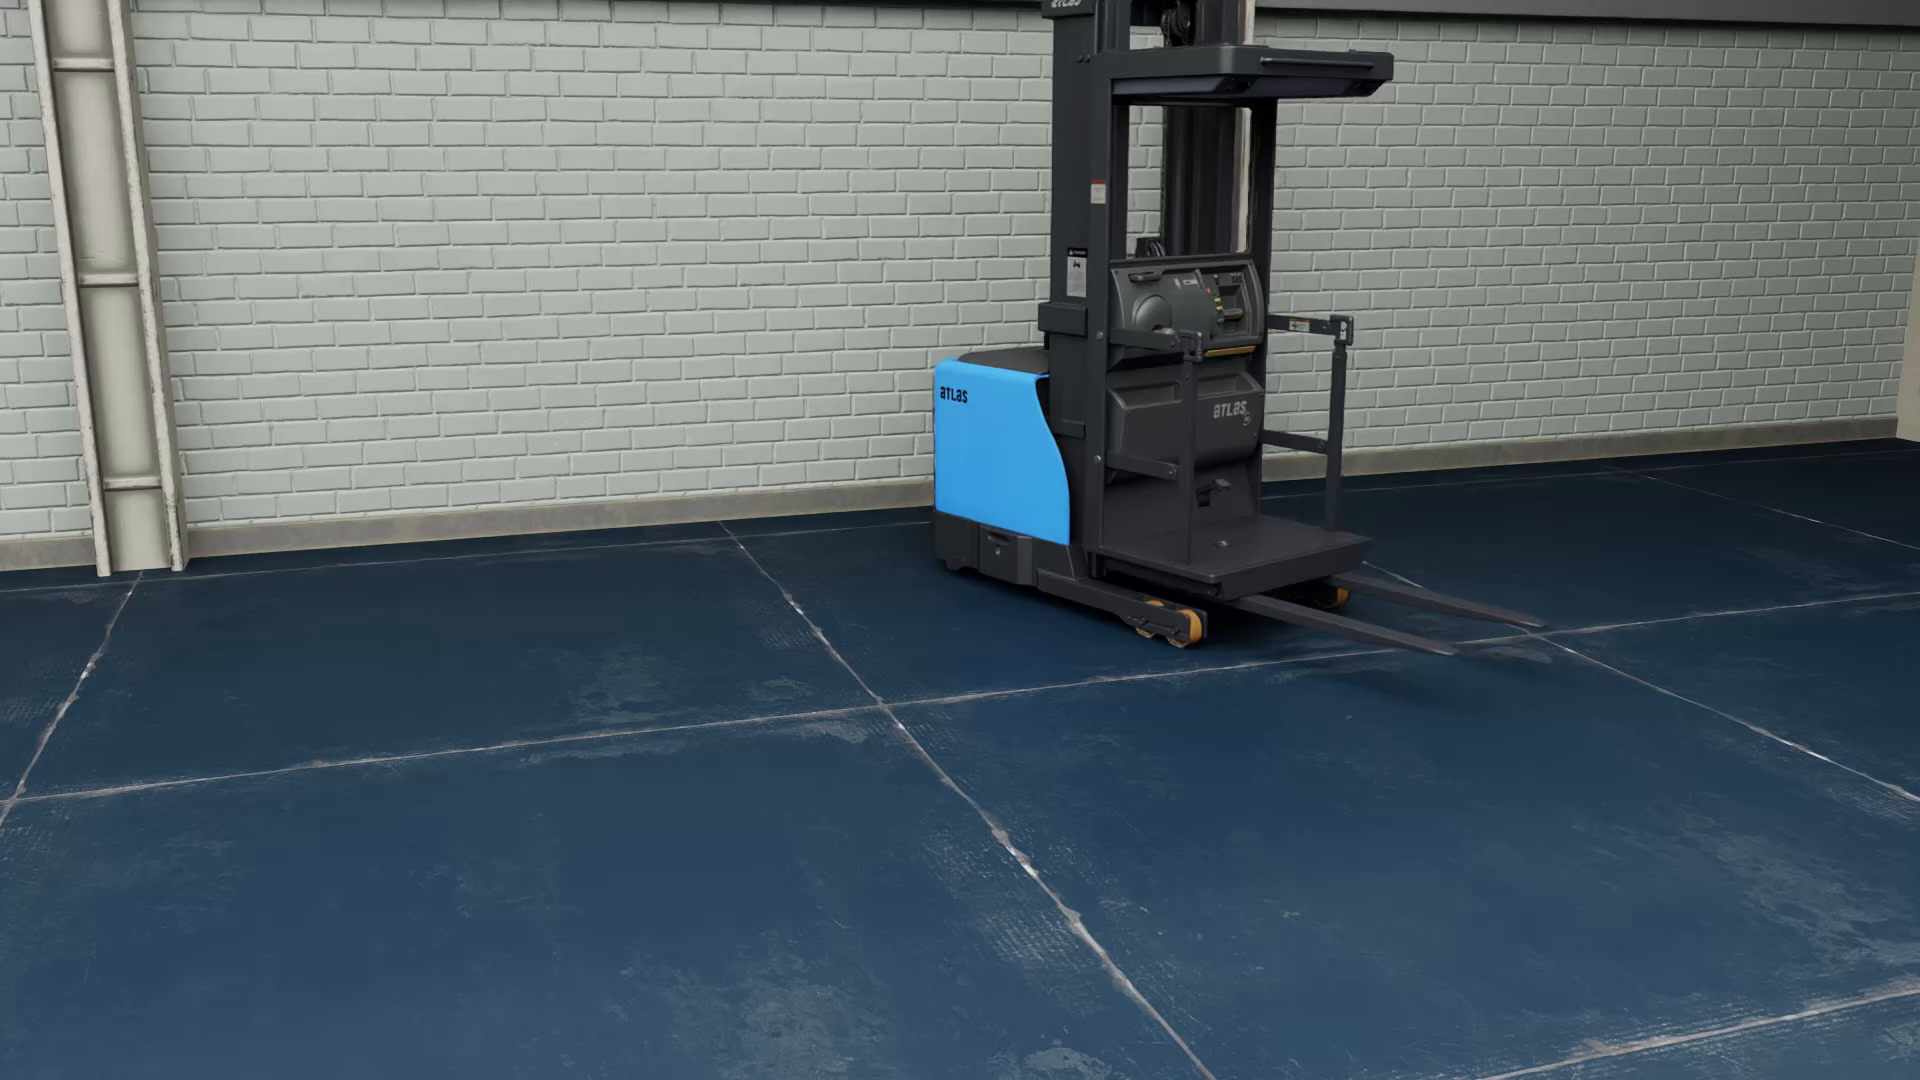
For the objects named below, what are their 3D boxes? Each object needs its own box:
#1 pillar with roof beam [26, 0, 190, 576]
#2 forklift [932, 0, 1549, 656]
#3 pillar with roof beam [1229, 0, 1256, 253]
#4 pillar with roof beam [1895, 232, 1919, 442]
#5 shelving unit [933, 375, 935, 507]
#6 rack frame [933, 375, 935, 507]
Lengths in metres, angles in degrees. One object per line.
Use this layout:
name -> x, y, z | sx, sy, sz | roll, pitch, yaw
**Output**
pillar with roof beam -> -2.828, -3.298, 3.562 | 0.400, 9.000, 9.100 | -4, 14, -18
forklift -> 1.177, -1.091, 7.396 | 1.130, 2.935, 3.031 | -11, 17, -38
pillar with roof beam -> 2.859, -3.741, 5.424 | 0.400, 9.000, 9.100 | -4, 14, -18
pillar with roof beam -> 8.545, -4.184, 7.286 | 0.400, 9.000, 9.100 | -4, 14, -18
shelving unit -> -0.008, -0.437, 9.036 | 0.210, 0.900, 0.258 | -4, 14, -18
rack frame -> -0.104, -0.430, 9.005 | 0.006, 0.900, 0.240 | -4, 14, -18
